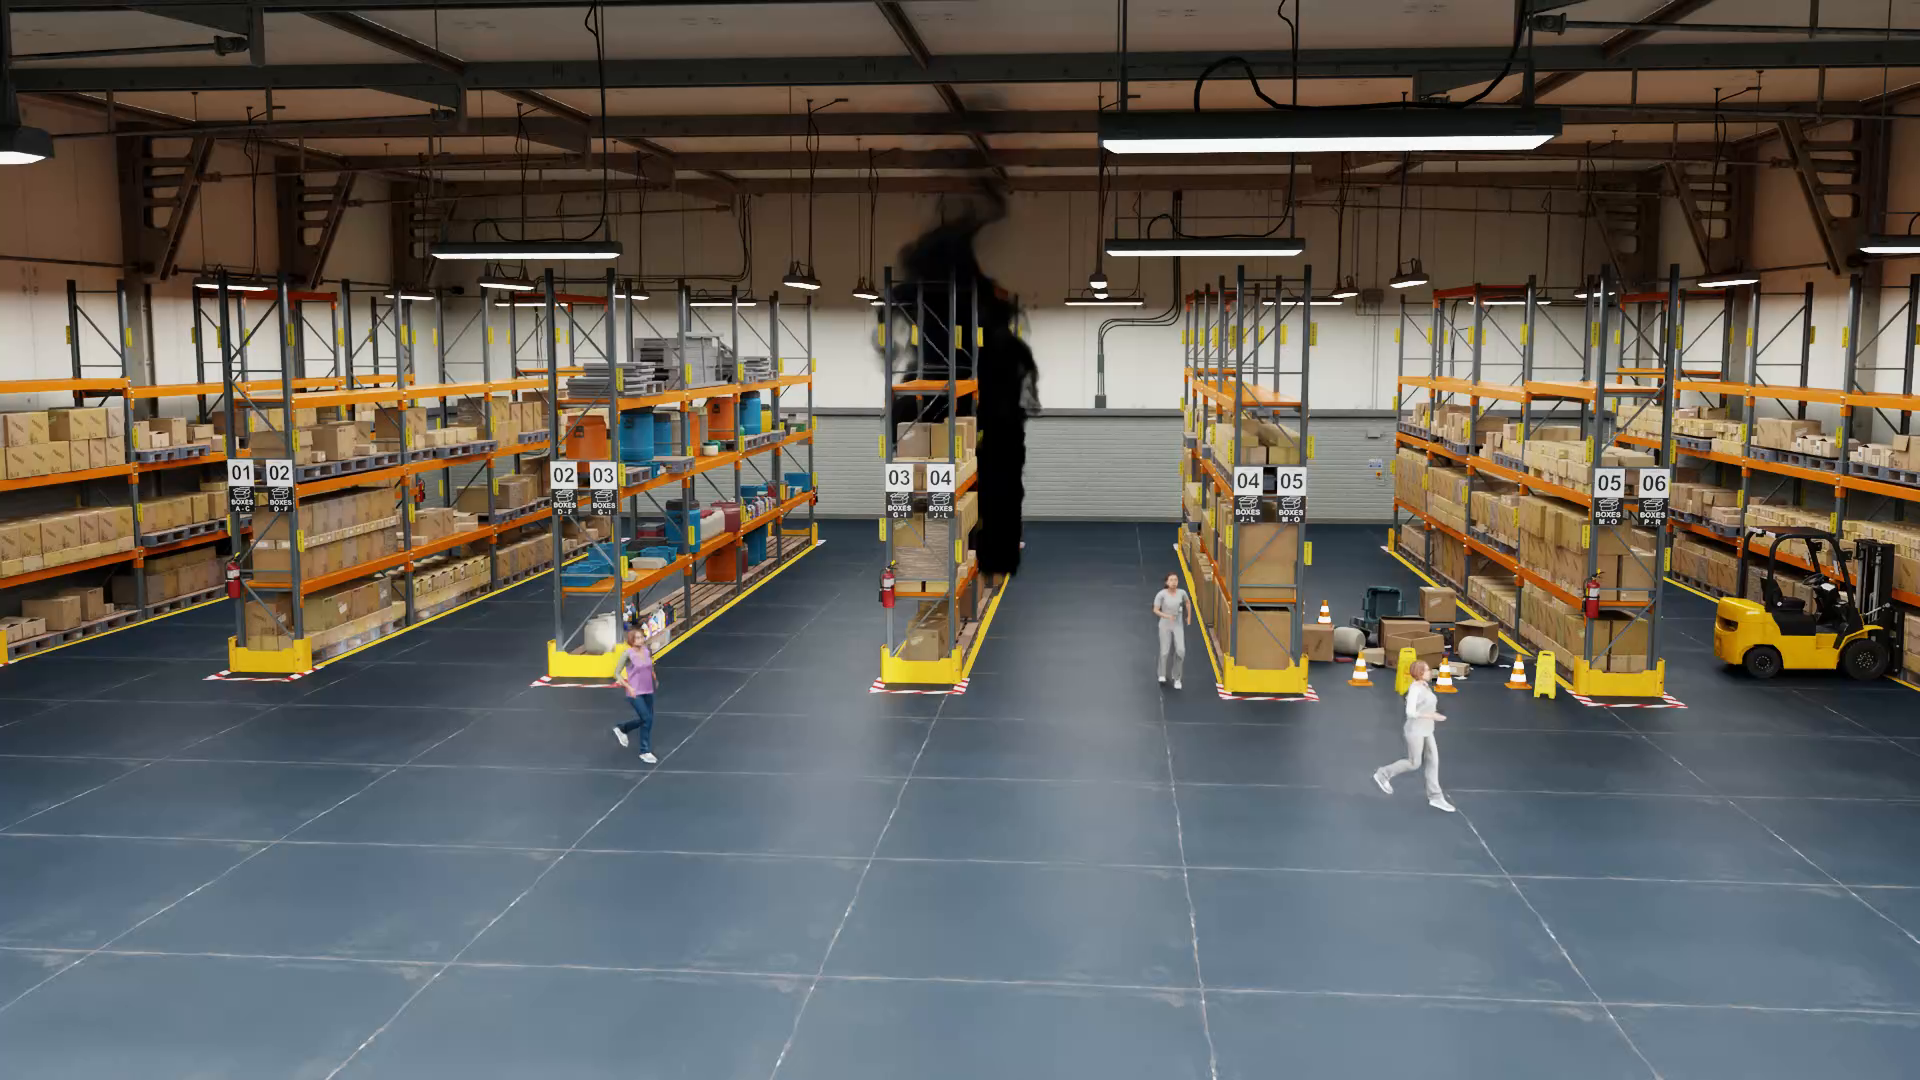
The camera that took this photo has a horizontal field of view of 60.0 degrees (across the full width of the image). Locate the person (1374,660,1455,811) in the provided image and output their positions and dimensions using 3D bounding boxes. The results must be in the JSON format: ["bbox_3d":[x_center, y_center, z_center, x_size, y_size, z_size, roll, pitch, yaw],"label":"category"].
[{"bbox_3d":[4.864,2.059,17.722,0.872,1.593,0.540,5,8,34],"label":"person"}]

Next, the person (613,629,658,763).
[{"bbox_3d":[-3.865,1.835,19.813,0.660,1.587,0.534,5,8,35],"label":"person"}]

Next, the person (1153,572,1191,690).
[{"bbox_3d":[3.046,1.300,23.828,0.591,1.712,0.704,-1,7,-6],"label":"person"}]

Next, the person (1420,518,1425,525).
[{"bbox_3d":[11.422,-0.772,40.318,0.885,1.763,0.774,5,8,34],"label":"person"}]
